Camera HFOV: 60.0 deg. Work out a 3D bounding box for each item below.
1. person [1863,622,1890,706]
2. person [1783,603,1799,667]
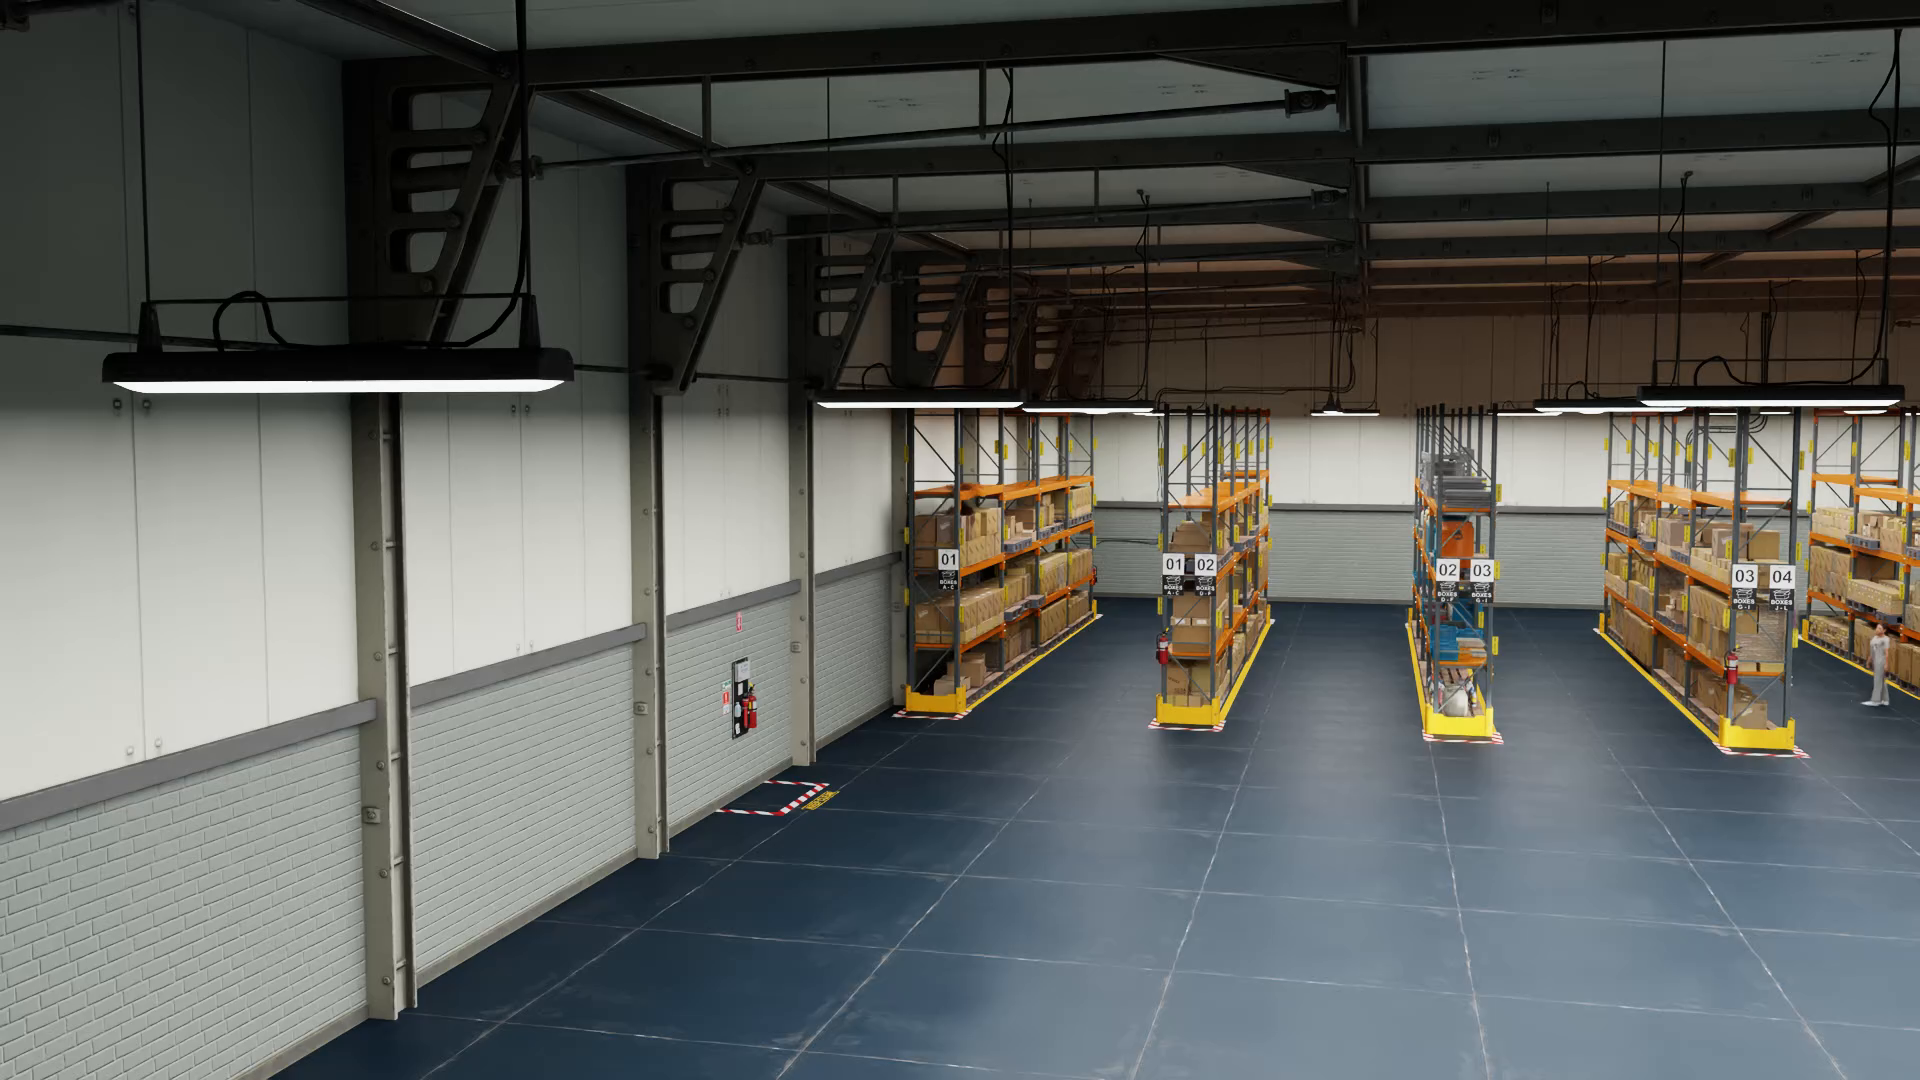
[{"bbox_3d":[18.334,2.468,33.247,0.501,1.670,0.445,1,4,14],"label":"person"},{"bbox_3d":[19.252,2.129,38.604,0.373,1.546,0.902,1,4,17],"label":"person"}]
